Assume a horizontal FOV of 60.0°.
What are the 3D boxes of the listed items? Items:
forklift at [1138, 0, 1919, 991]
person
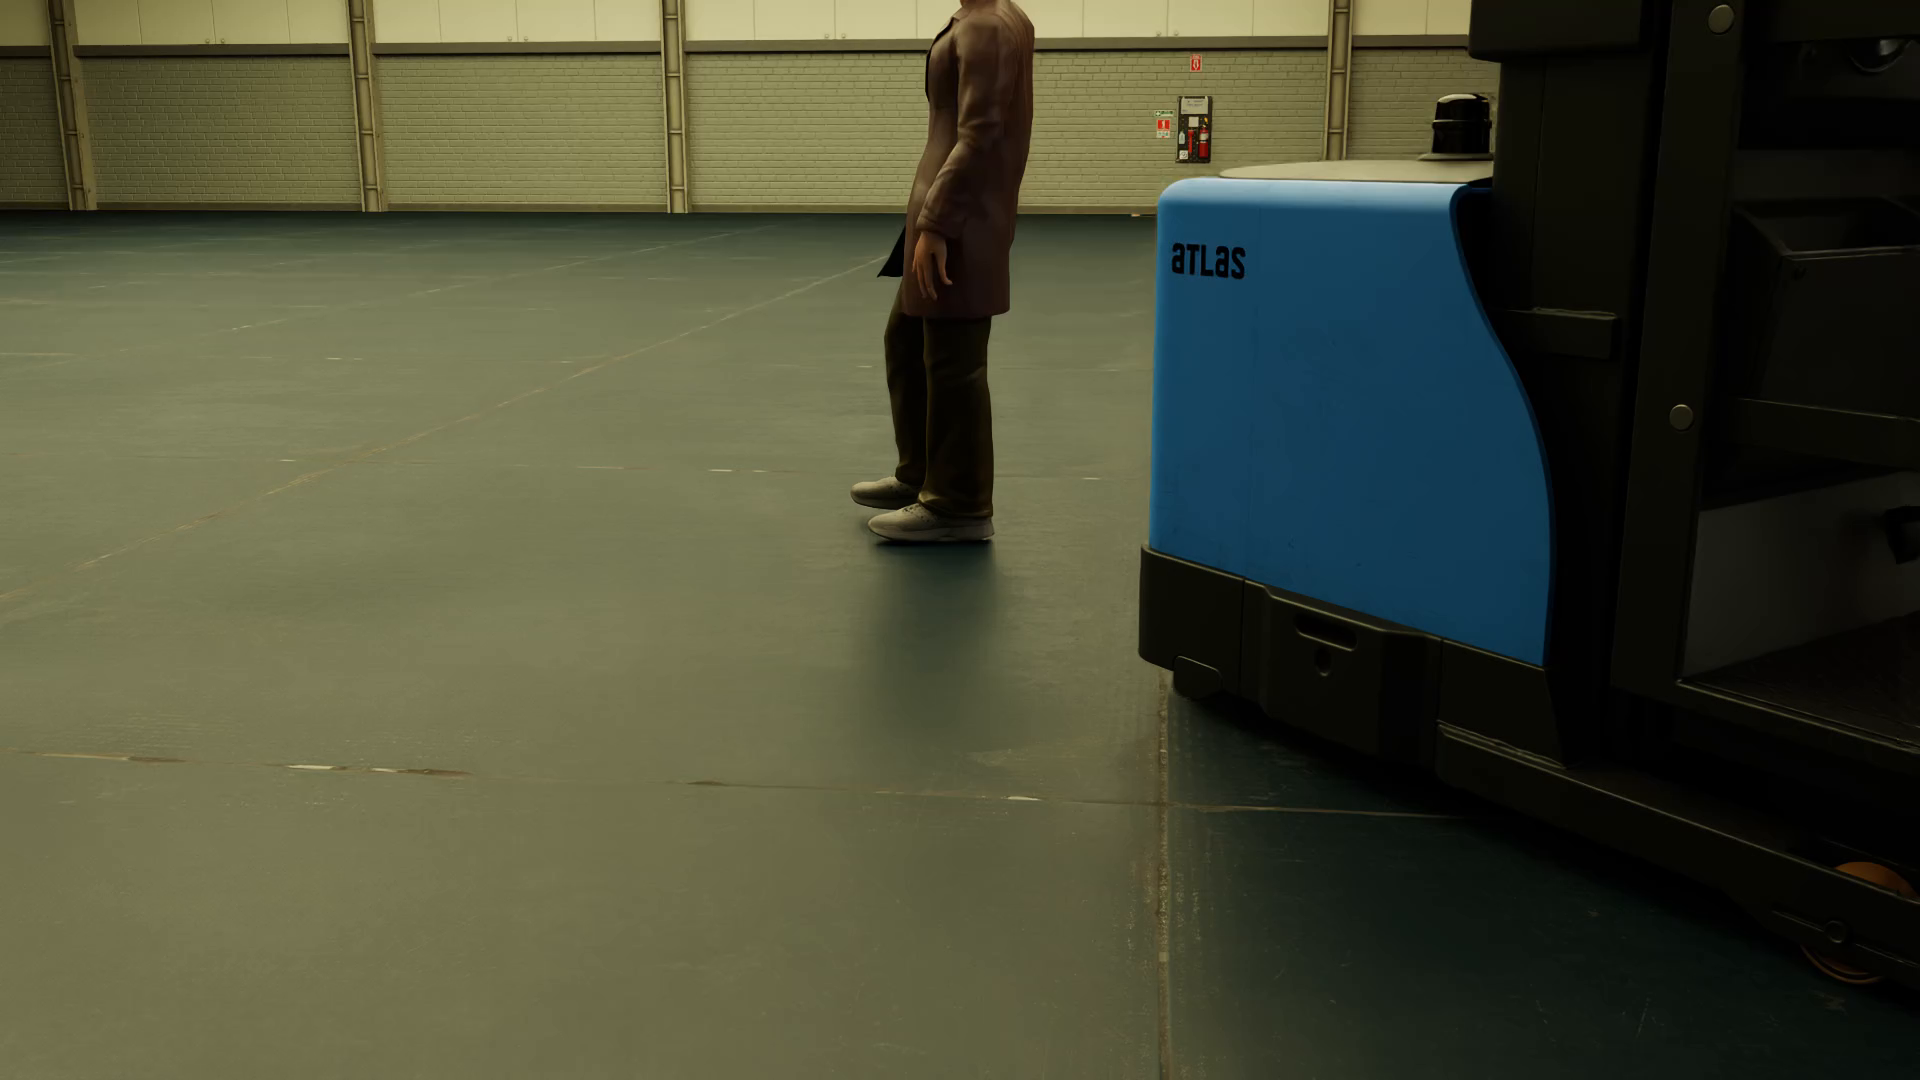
[{"bbox_3d":[1.622,-0.897,2.347,1.130,2.935,3.031,-9,16,-33],"label":"forklift"},{"bbox_3d":[-0.090,-0.876,4.758,0.583,1.774,0.694,2,13,7],"label":"person"}]
